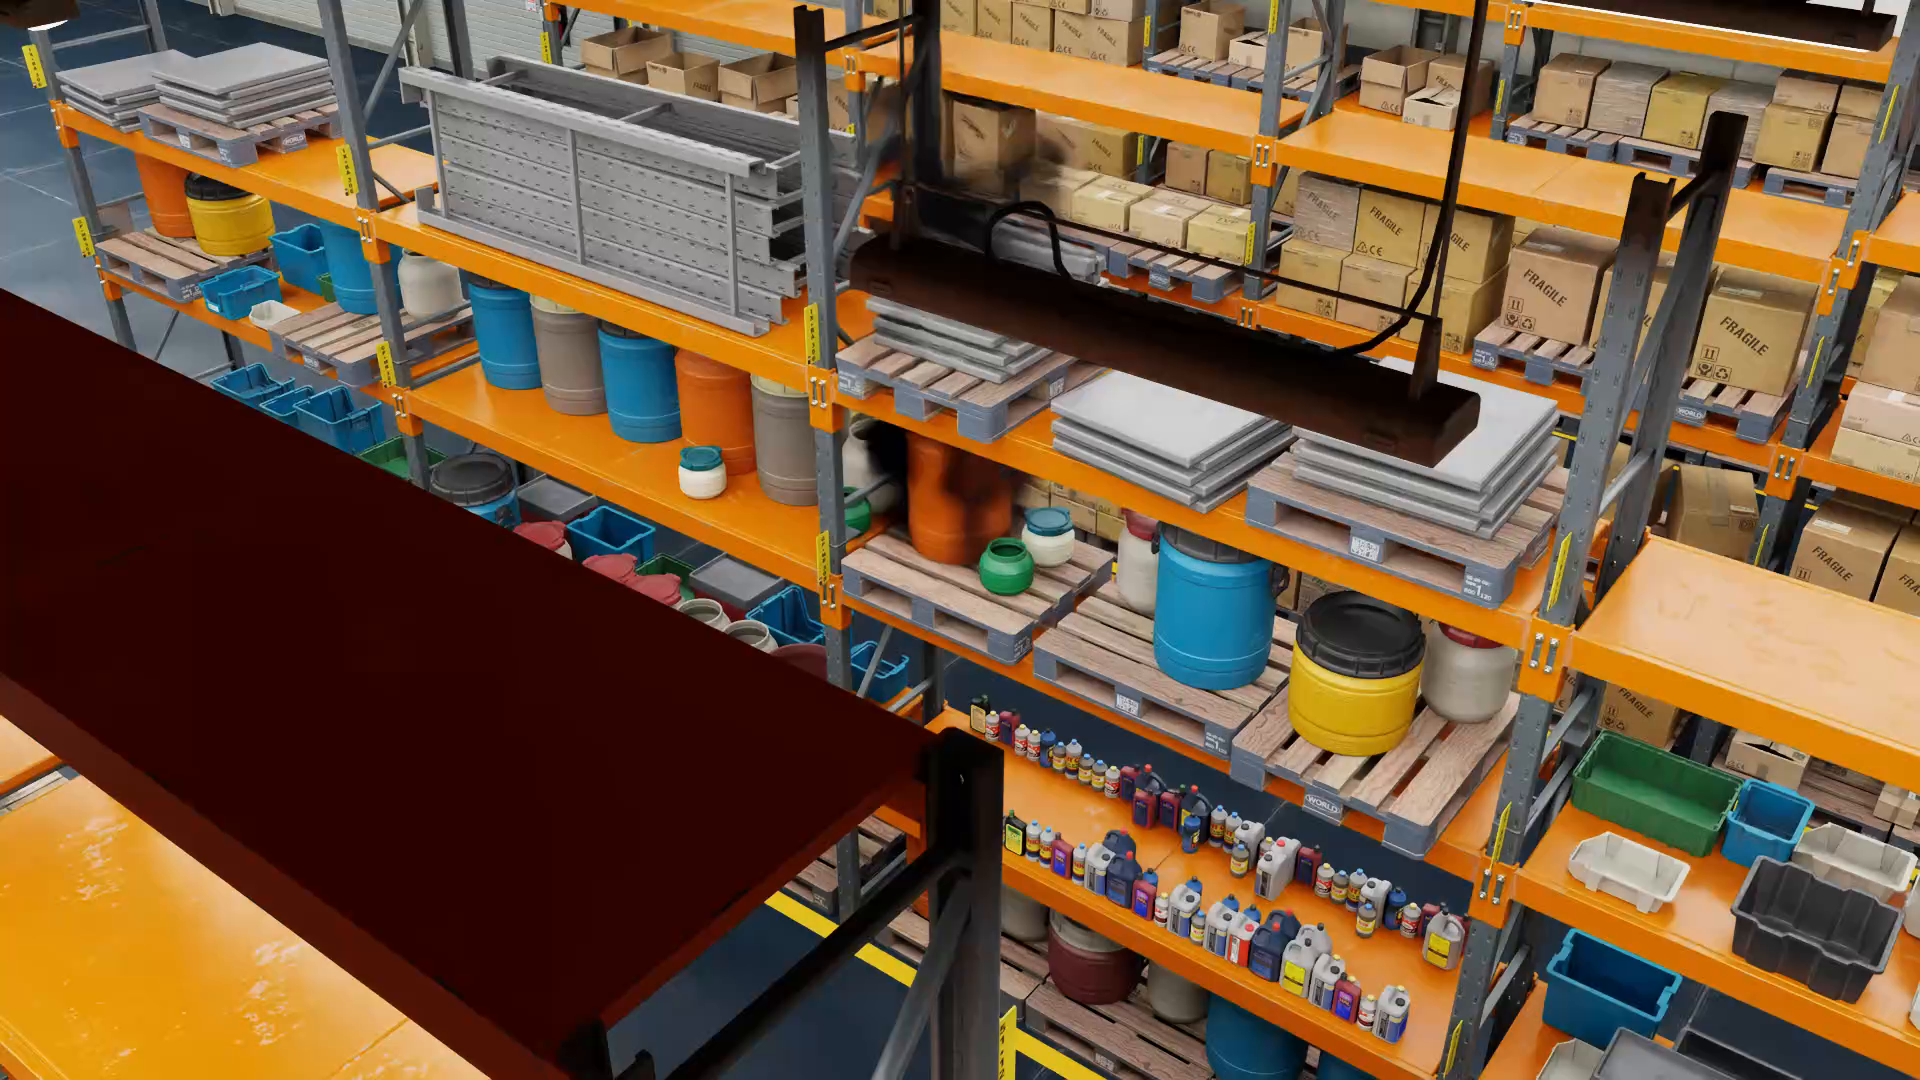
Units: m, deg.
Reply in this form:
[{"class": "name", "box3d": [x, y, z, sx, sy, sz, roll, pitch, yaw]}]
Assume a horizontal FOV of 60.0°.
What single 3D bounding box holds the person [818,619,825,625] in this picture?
[{"class": "person", "box3d": [-1.373, -0.075, 13.366, 0.939, 1.741, 0.657, 17, 35, 25]}]
